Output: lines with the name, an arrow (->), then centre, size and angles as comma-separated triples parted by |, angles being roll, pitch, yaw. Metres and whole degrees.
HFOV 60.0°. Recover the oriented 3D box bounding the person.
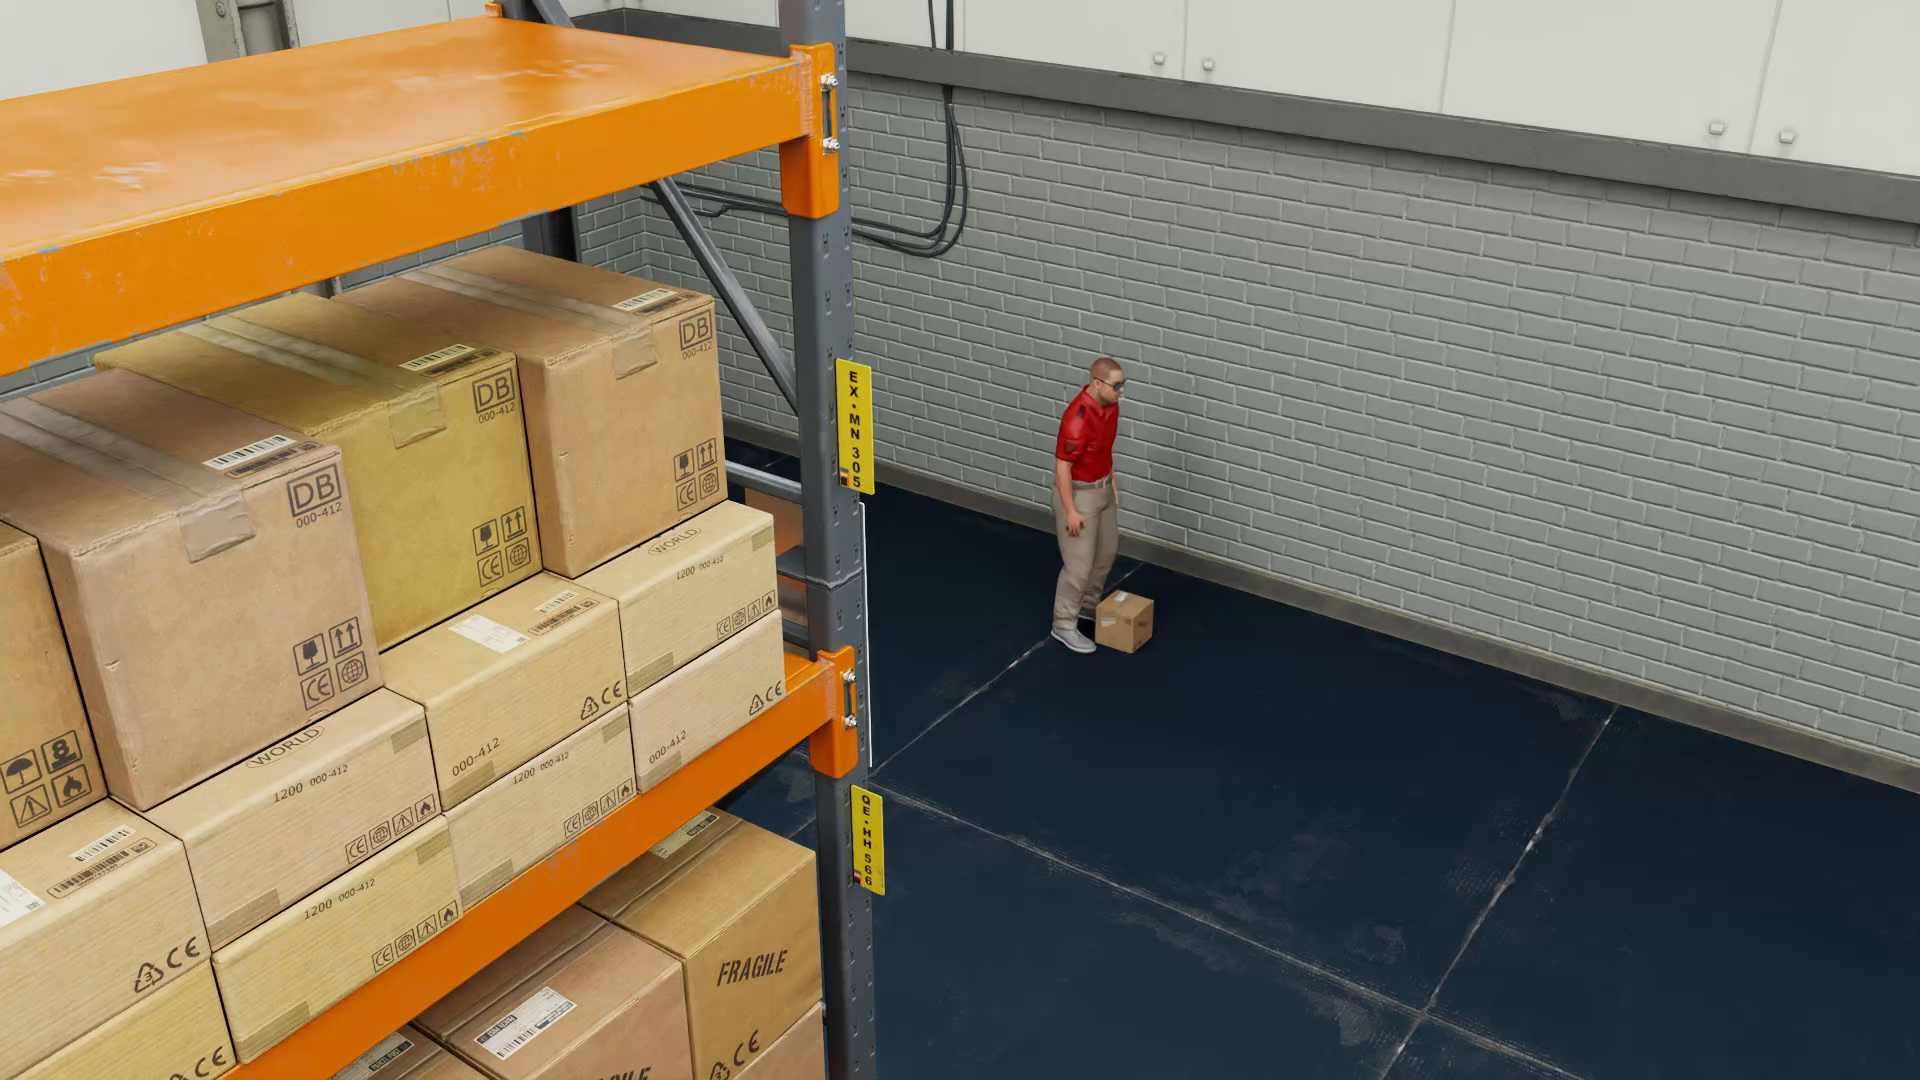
person -> 0.749, -0.239, 9.607 | 0.392, 1.725, 0.580 | 16, 31, 28
